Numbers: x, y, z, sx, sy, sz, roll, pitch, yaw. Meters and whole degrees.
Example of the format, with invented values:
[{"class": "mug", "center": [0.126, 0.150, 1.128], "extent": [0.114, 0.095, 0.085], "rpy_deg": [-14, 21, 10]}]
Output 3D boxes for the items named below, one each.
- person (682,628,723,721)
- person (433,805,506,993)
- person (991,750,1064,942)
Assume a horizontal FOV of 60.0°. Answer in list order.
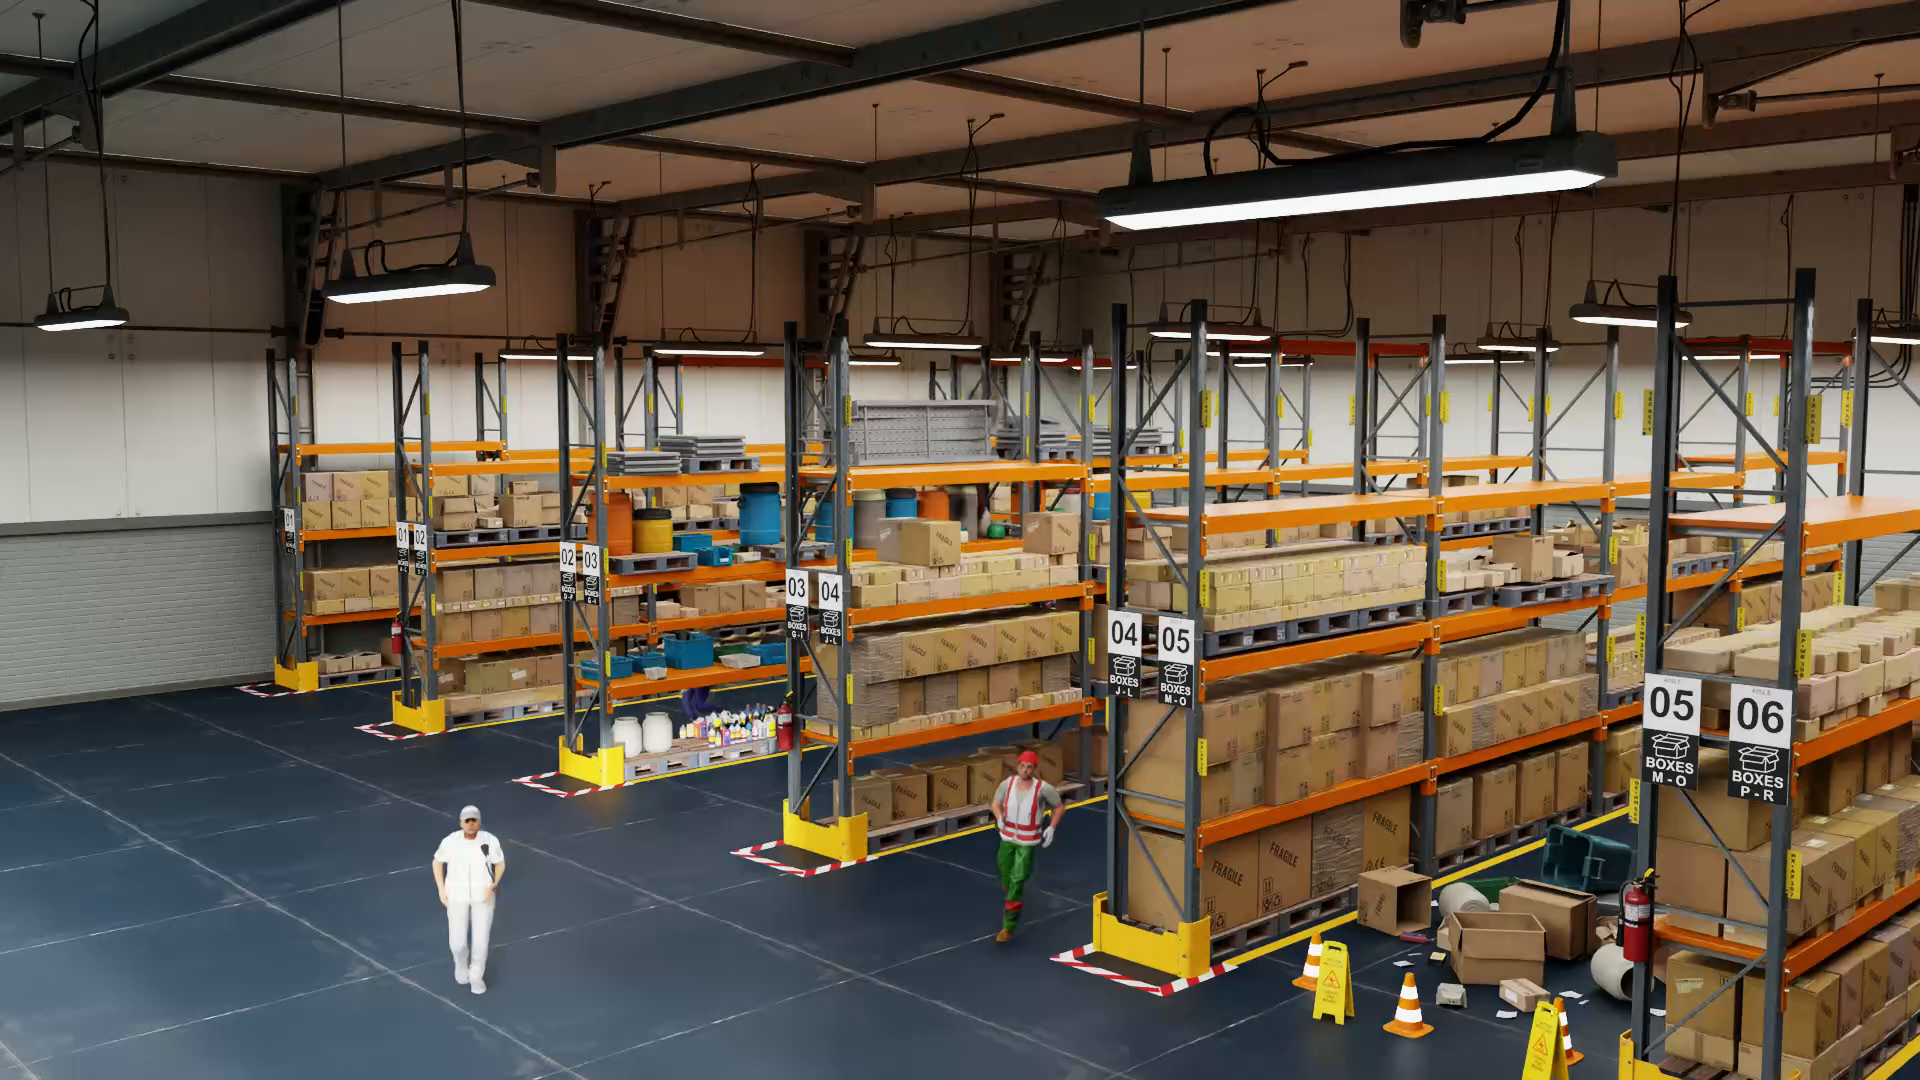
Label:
[{"class": "person", "center": [-3.988, 2.154, 25.574], "extent": [0.611, 1.597, 0.664], "rpy_deg": [4, 7, 41]}, {"class": "person", "center": [-4.251, 3.110, 14.423], "extent": [0.610, 1.632, 0.499], "rpy_deg": [-1, 5, -16]}, {"class": "person", "center": [0.606, 2.881, 15.903], "extent": [0.697, 1.770, 0.920], "rpy_deg": [2, 5, 21]}]
